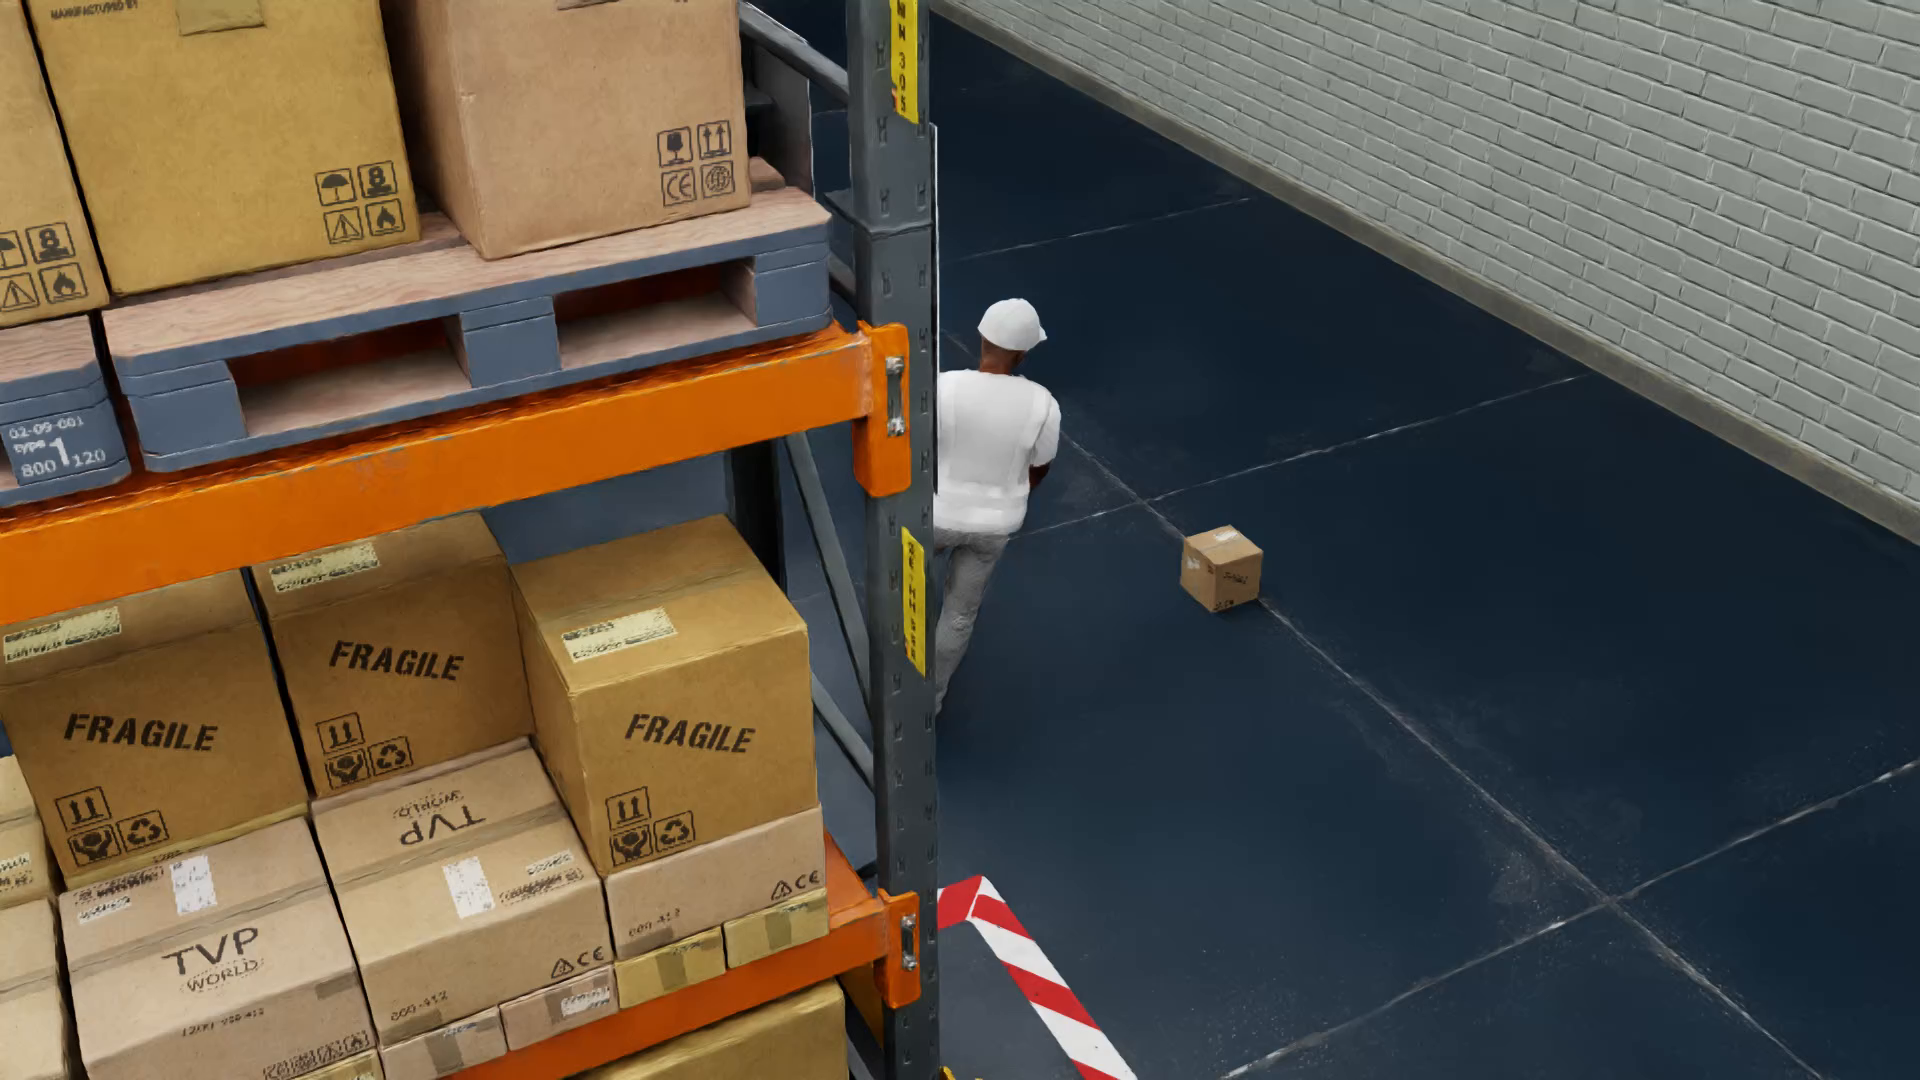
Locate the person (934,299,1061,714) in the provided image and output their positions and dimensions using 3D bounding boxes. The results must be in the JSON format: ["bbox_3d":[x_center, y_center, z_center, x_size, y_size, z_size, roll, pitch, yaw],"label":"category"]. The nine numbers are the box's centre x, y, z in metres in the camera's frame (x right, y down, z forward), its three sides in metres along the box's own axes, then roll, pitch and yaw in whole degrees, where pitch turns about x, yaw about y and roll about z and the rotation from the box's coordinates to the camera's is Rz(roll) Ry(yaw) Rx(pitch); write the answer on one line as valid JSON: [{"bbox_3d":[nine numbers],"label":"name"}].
[{"bbox_3d":[-0.012,-0.111,6.292,0.751,1.734,0.485,-1,33,-2],"label":"person"}]
